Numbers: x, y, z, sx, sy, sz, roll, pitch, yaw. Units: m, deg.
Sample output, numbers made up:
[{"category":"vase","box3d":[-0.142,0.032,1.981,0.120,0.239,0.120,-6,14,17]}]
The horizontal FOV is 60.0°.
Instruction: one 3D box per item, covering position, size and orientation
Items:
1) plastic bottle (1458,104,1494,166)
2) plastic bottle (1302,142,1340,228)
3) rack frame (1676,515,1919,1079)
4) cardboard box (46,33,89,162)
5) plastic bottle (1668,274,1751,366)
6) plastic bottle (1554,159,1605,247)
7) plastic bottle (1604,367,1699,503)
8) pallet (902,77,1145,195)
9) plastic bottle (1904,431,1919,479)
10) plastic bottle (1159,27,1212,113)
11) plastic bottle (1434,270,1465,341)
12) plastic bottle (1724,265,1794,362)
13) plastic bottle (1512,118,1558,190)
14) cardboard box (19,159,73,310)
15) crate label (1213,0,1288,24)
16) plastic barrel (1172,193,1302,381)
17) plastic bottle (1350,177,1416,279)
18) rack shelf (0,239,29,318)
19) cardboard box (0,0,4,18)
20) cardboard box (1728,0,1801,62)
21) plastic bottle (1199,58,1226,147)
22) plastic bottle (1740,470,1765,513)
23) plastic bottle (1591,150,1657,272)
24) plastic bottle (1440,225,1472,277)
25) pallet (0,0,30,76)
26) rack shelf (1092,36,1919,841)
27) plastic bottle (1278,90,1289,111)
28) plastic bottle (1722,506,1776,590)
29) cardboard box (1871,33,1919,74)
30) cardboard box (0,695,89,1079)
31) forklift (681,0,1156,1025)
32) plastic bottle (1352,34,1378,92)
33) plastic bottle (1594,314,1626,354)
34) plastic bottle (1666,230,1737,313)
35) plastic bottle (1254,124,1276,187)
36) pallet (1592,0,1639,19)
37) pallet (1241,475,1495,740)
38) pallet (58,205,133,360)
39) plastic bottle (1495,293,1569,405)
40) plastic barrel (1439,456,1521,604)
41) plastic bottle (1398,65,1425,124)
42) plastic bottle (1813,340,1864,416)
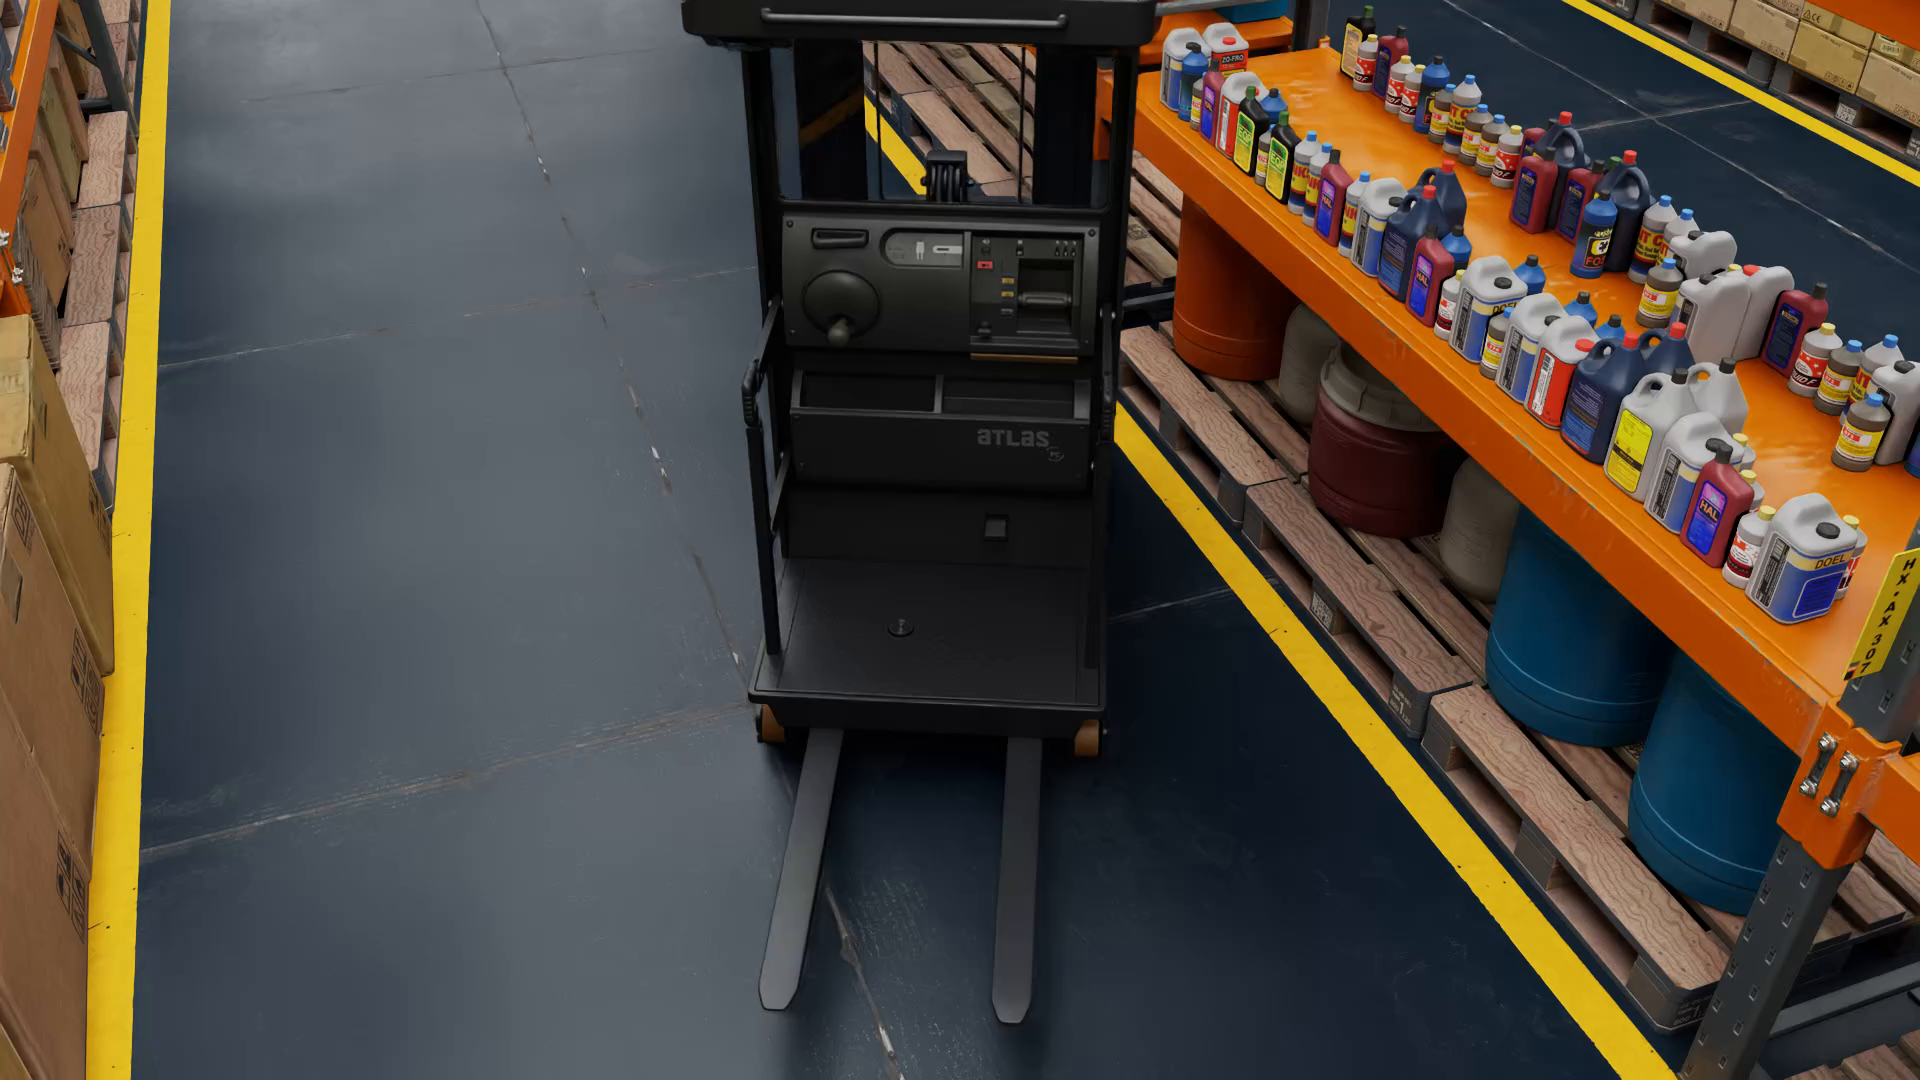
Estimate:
[{"category":"plastic bottle","box3d":[1.807,-1.419,5.806,0.097,0.201,0.097,0,37,0]},{"category":"plastic bottle","box3d":[1.175,-1.157,5.400,0.097,0.271,0.097,0,37,0]},{"category":"rack frame","box3d":[2.374,0.147,3.562,1.000,3.000,0.127,-12,39,-16]},{"category":"cardboard box","box3d":[-4.838,-2.173,8.354,0.700,0.500,0.500,-15,40,-19]},{"category":"plastic bottle","box3d":[2.111,-0.636,4.704,0.152,0.276,0.135,-12,39,-16]},{"category":"plastic bottle","box3d":[1.983,-1.088,5.298,0.061,0.283,0.133,-12,39,-16]},{"category":"plastic bottle","box3d":[1.750,-0.285,4.176,0.144,0.351,0.185,-12,39,-16]},{"category":"pallet","box3d":[0.351,-2.133,8.906,1.003,0.211,1.213,-12,39,-16]},{"category":"plastic bottle","box3d":[2.512,-0.289,4.248,0.097,0.271,0.097,0,37,0]},{"category":"plastic bottle","box3d":[0.843,-1.752,6.186,0.152,0.276,0.135,-12,39,-16]},{"category":"plastic bottle","box3d":[1.444,-0.688,4.835,0.097,0.201,0.097,0,37,0]},{"category":"plastic bottle","box3d":[2.254,-0.667,4.746,0.152,0.276,0.135,-12,39,-16]},{"category":"plastic bottle","box3d":[1.930,-1.281,5.554,0.061,0.283,0.133,-12,39,-16]},{"category":"cardboard box","box3d":[-4.307,-1.269,7.153,0.700,0.500,0.500,-9,38,-12]},{"category":"crate label","box3d":[1.204,-2.362,7.031,0.303,0.233,0.416,-12,39,-16]},{"category":"plastic barrel","box3d":[1.182,-1.141,6.726,0.600,0.830,0.708,-12,39,-16]},{"category":"plastic bottle","box3d":[1.320,-0.969,5.146,0.152,0.276,0.135,-12,39,-16]},{"category":"rack shelf","box3d":[-2.965,0.330,3.917,1.077,0.370,4.000,-12,39,-16]},{"category":"cardboard box","box3d":[-4.014,-2.190,6.440,0.500,0.250,0.500,-14,39,-17]},{"category":"cardboard box","box3d":[4.889,-3.028,9.713,0.500,0.250,0.500,-12,39,-15]},{"category":"plastic bottle","box3d":[0.913,-1.560,5.925,0.061,0.283,0.133,-12,39,-16]},{"category":"plastic bottle","box3d":[1.880,-0.078,4.025,0.097,0.201,0.097,0,37,0]},{"category":"plastic bottle","box3d":[2.056,-1.029,5.164,0.144,0.351,0.185,-12,39,-16]},{"category":"plastic bottle","box3d":[1.455,-0.804,4.931,0.097,0.271,0.097,0,37,0]},{"category":"pallet","box3d":[-4.373,-2.121,6.732,1.003,0.211,1.213,-12,39,-16]},{"category":"rack shelf","box3d":[1.686,-0.696,5.279,1.077,0.370,4.000,-12,39,-16]},{"category":"plastic bottle","box3d":[1.113,-1.497,5.910,0.097,0.201,0.097,0,37,0]},{"category":"plastic bottle","box3d":[1.869,0.010,3.908,0.097,0.201,0.097,0,37,0]},{"category":"cardboard box","box3d":[5.238,-2.675,8.778,0.500,0.311,0.500,-11,38,-15]},{"category":"cardboard box","box3d":[-2.824,0.991,3.858,1.225,0.875,0.875,-14,39,-18]},{"category":"forklift","box3d":[-0.072,-0.681,4.718,1.130,2.935,3.031,2,37,3]},{"category":"plastic bottle","box3d":[1.560,-1.824,6.344,0.097,0.201,0.097,0,37,0]},{"category":"plastic bottle","box3d":[1.746,-0.485,4.508,0.097,0.271,0.097,0,37,0]},{"category":"plastic bottle","box3d":[2.174,-0.798,4.920,0.152,0.276,0.135,-12,39,-16]},{"category":"plastic bottle","box3d":[1.062,-1.314,5.667,0.097,0.201,0.097,0,37,0]},{"category":"pallet","box3d":[4.563,-3.874,11.218,1.003,0.211,1.213,-12,39,-16]},{"category":"pallet","box3d":[1.724,0.126,5.908,1.003,0.211,1.213,-12,39,-16]},{"category":"pallet","box3d":[-4.337,-1.103,7.540,1.003,0.211,1.213,-12,39,-16]},{"category":"plastic bottle","box3d":[1.589,-0.527,4.559,0.152,0.276,0.135,-12,39,-16]},{"category":"plastic barrel","box3d":[1.849,-0.076,5.576,0.421,0.512,0.421,0,37,0]},{"category":"plastic bottle","box3d":[1.673,-1.639,6.098,0.097,0.201,0.097,0,37,0]},{"category":"plastic bottle","box3d":[2.399,-0.447,4.516,0.097,0.201,0.097,0,37,0]}]
